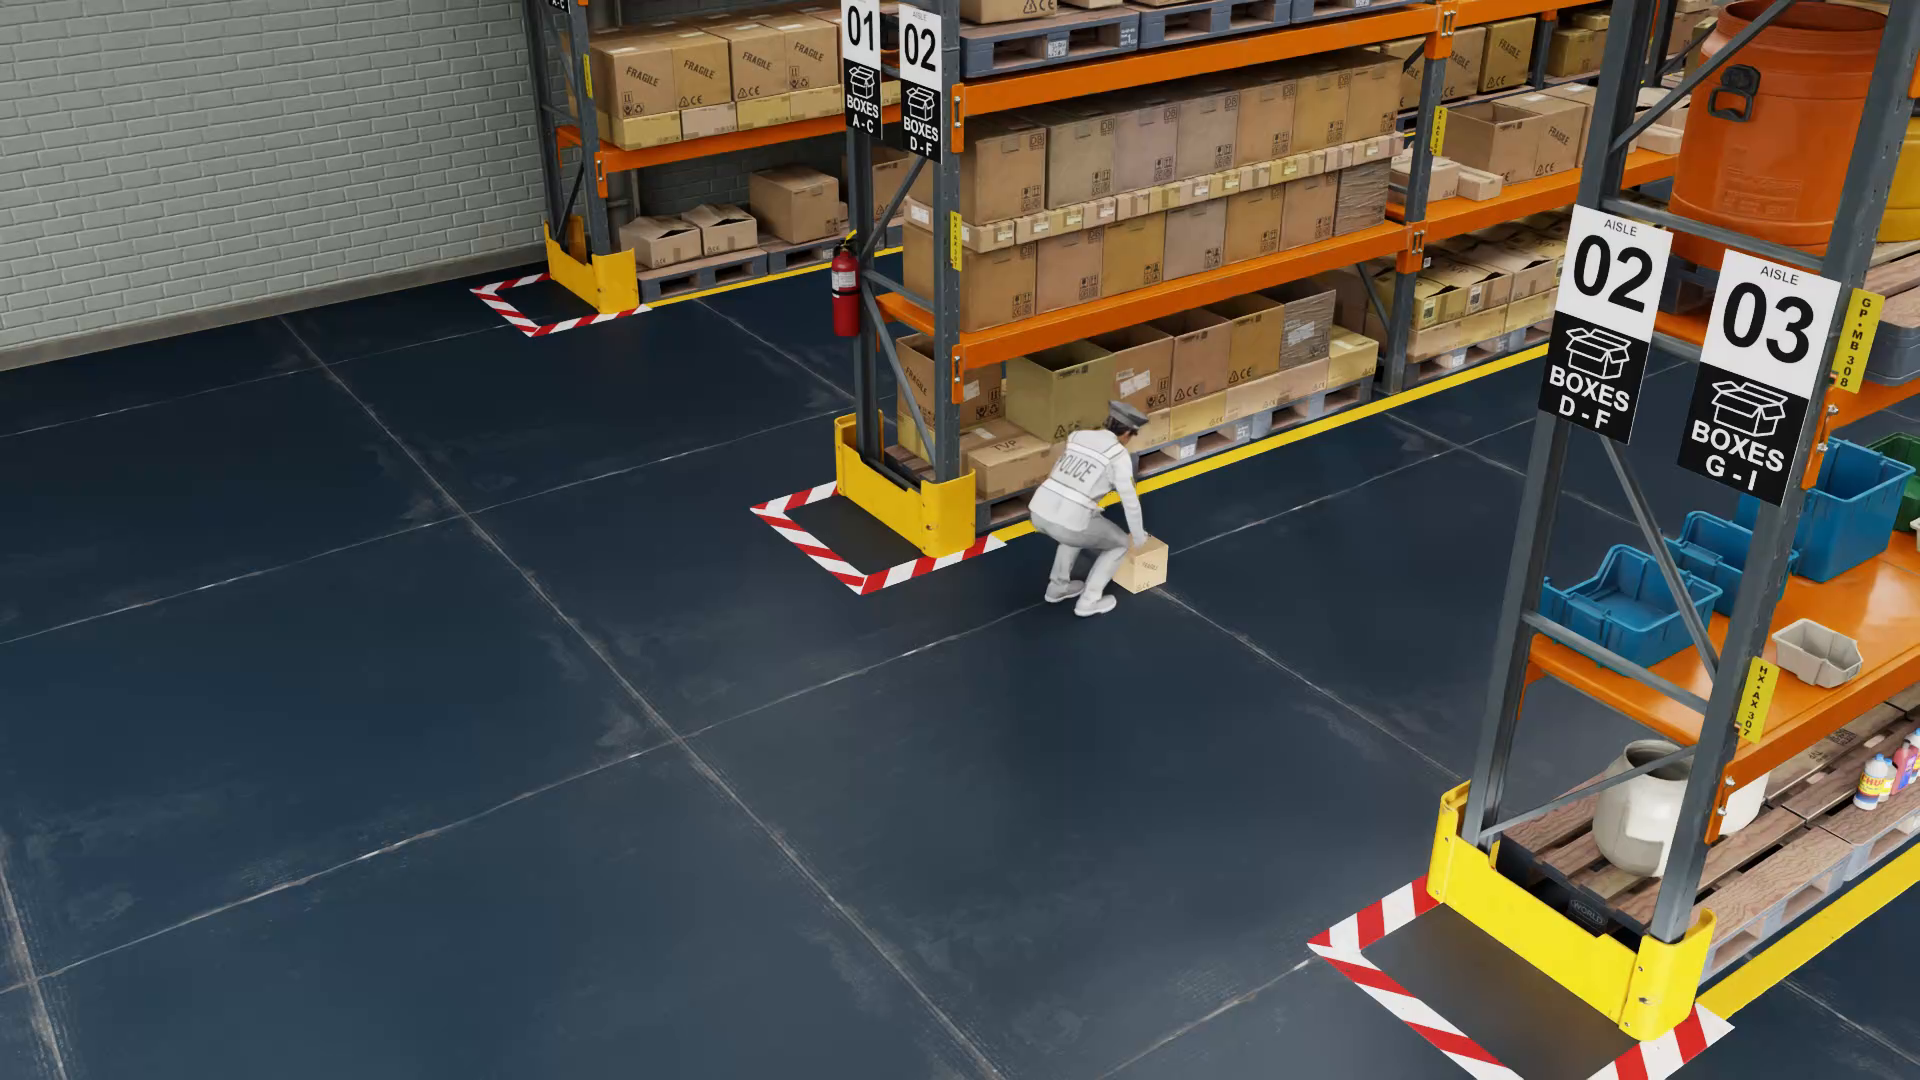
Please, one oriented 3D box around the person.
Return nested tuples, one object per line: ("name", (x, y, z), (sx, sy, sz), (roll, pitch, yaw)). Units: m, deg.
("person", (0.733, -0.184, 9.469), (0.796, 1.180, 0.522), (-20, 35, -32))
